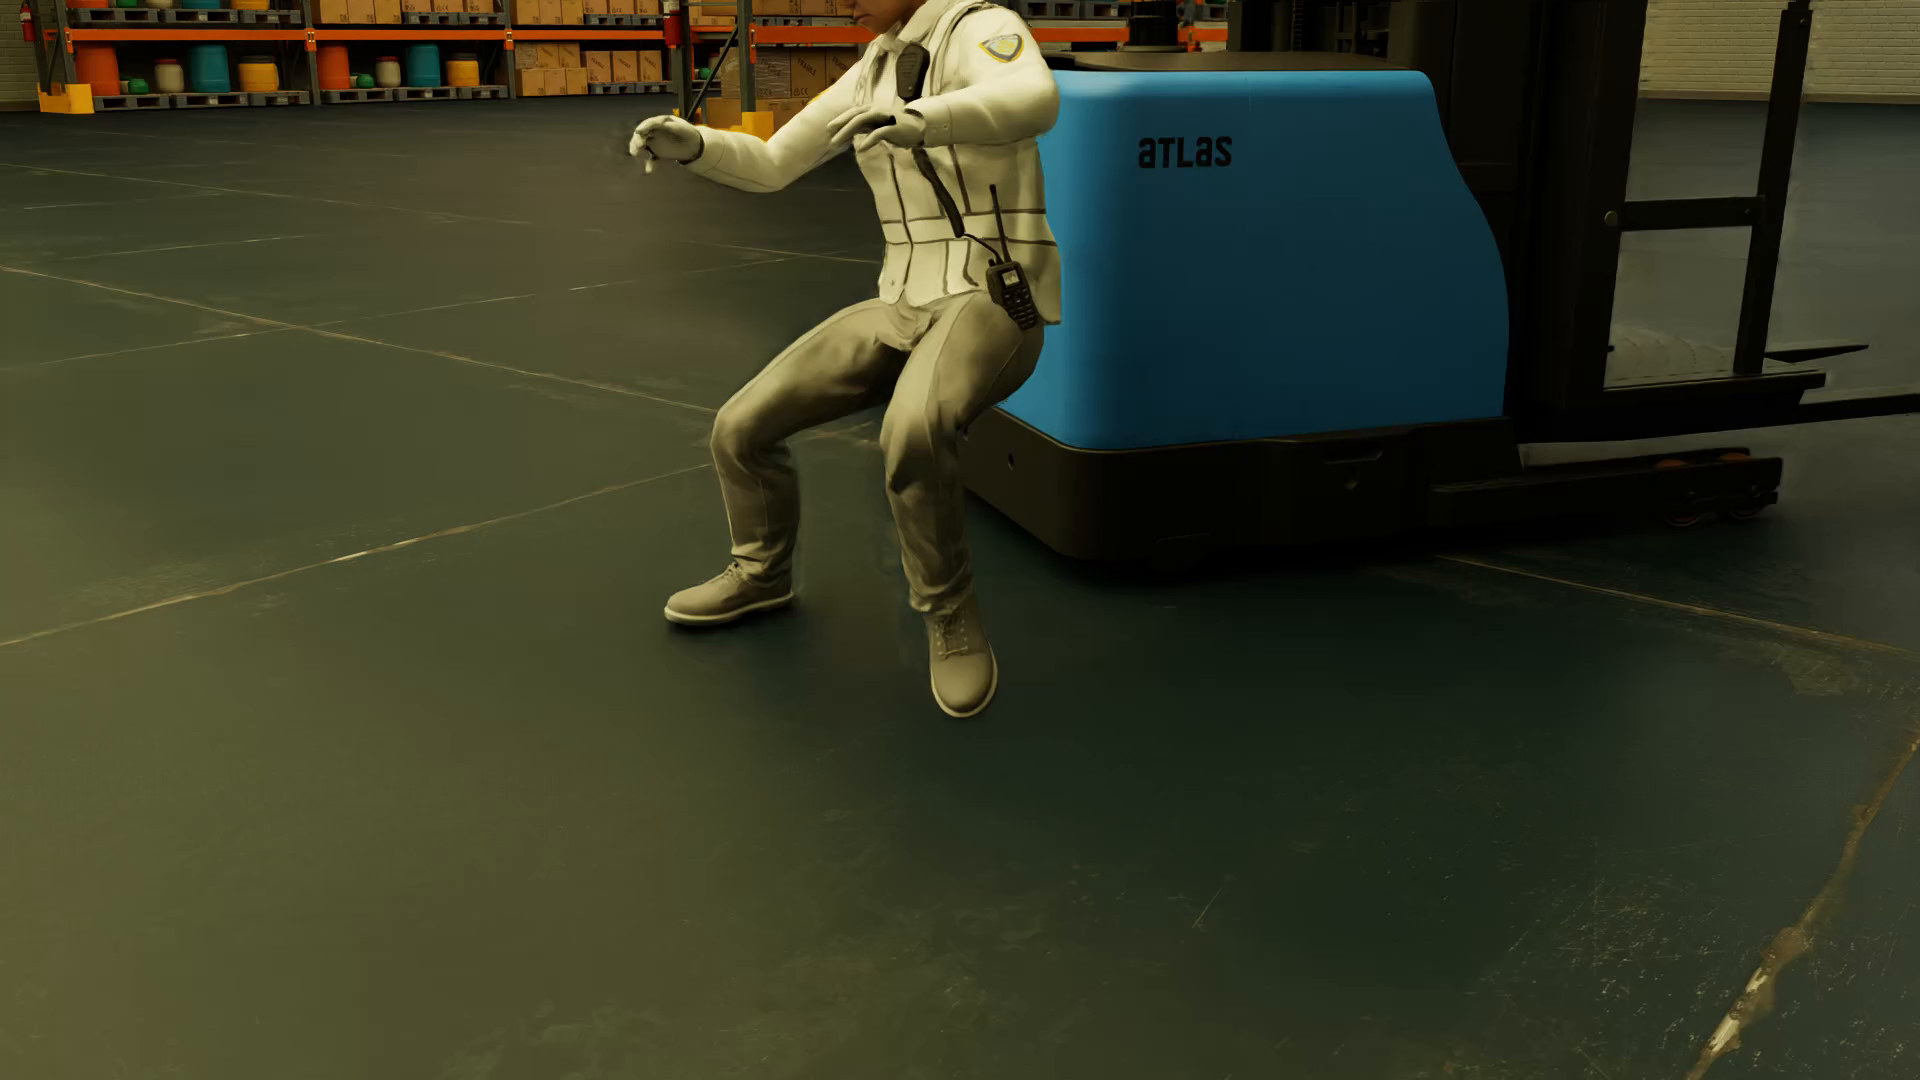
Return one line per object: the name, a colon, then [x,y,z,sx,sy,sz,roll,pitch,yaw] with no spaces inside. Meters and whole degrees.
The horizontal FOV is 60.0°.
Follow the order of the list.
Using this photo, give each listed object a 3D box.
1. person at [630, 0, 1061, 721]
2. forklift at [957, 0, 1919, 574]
person: [-0.196,-0.440,2.930,0.721,1.415,0.921,-10,20,-31]
forklift: [1.493,-1.571,4.070,3.031,2.935,1.130,-6,18,-19]
